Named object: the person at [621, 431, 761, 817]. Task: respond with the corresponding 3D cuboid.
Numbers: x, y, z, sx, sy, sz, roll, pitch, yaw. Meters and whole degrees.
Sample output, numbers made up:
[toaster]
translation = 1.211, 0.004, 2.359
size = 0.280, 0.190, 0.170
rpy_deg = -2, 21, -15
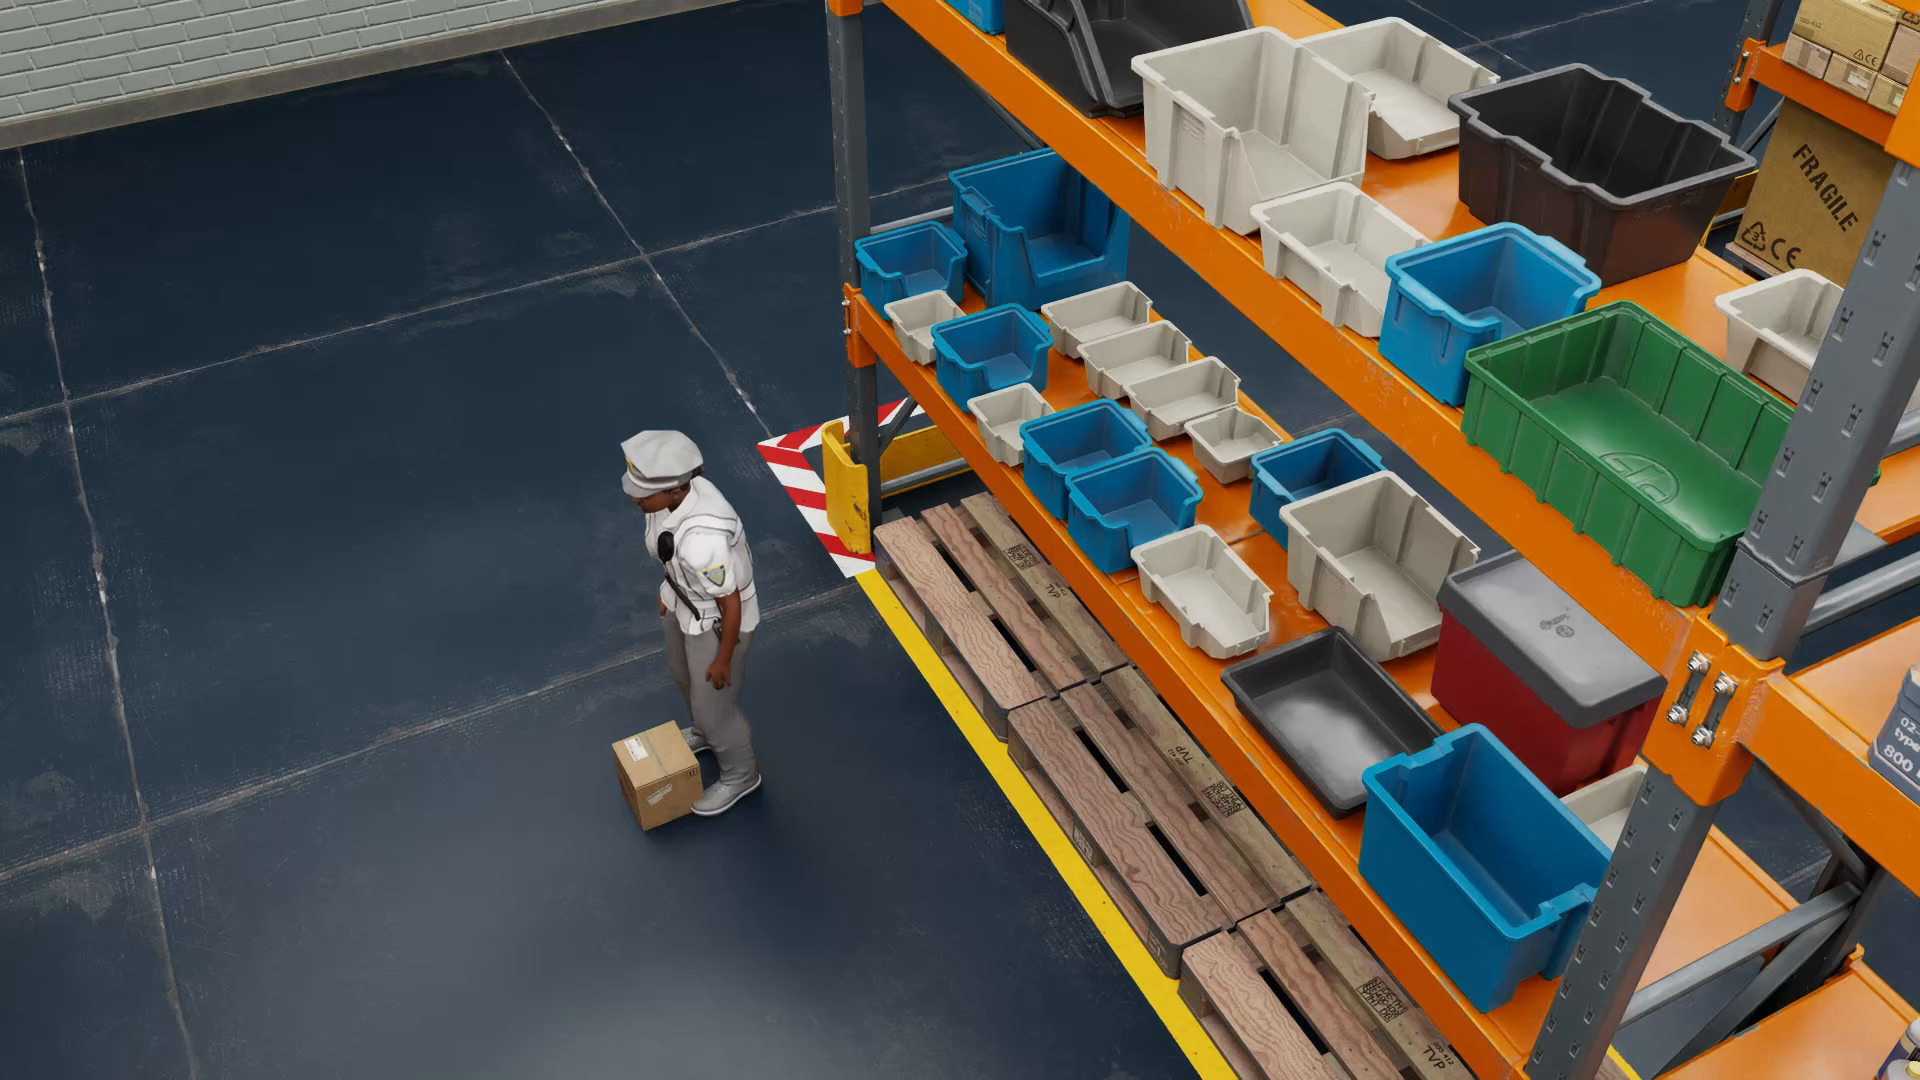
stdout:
[person]
translation = -0.926, 0.282, 5.881
size = 0.393, 1.660, 0.532
rpy_deg = -21, 45, -23
